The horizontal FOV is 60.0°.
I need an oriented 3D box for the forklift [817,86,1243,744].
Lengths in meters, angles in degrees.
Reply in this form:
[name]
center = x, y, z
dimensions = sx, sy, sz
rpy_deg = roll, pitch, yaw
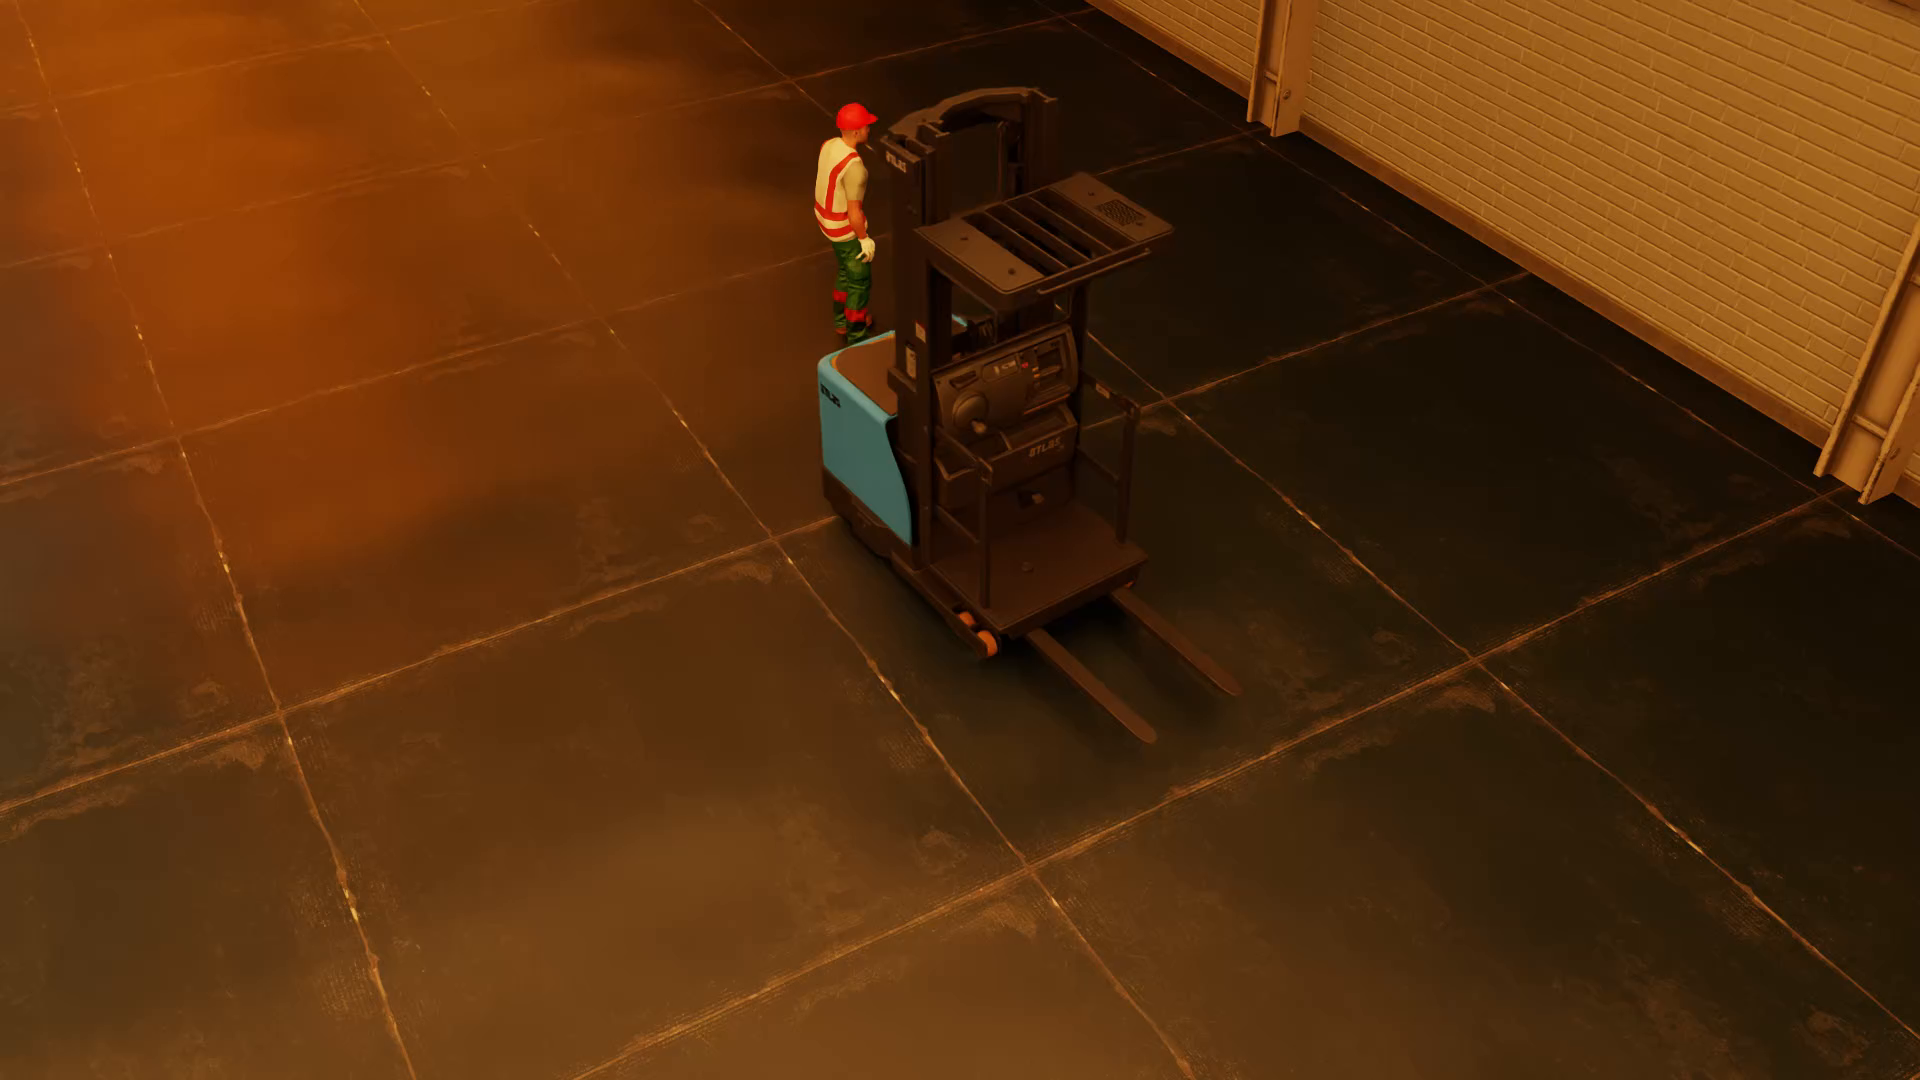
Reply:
[forklift]
center = 0.385, -0.802, 9.003
dimensions = 1.130, 2.935, 3.031
rpy_deg = -24, 45, -26

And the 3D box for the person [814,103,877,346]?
[person]
center = -0.757, -2.174, 11.563
dimensions = 0.453, 1.778, 0.615
rpy_deg = -15, 42, -17
